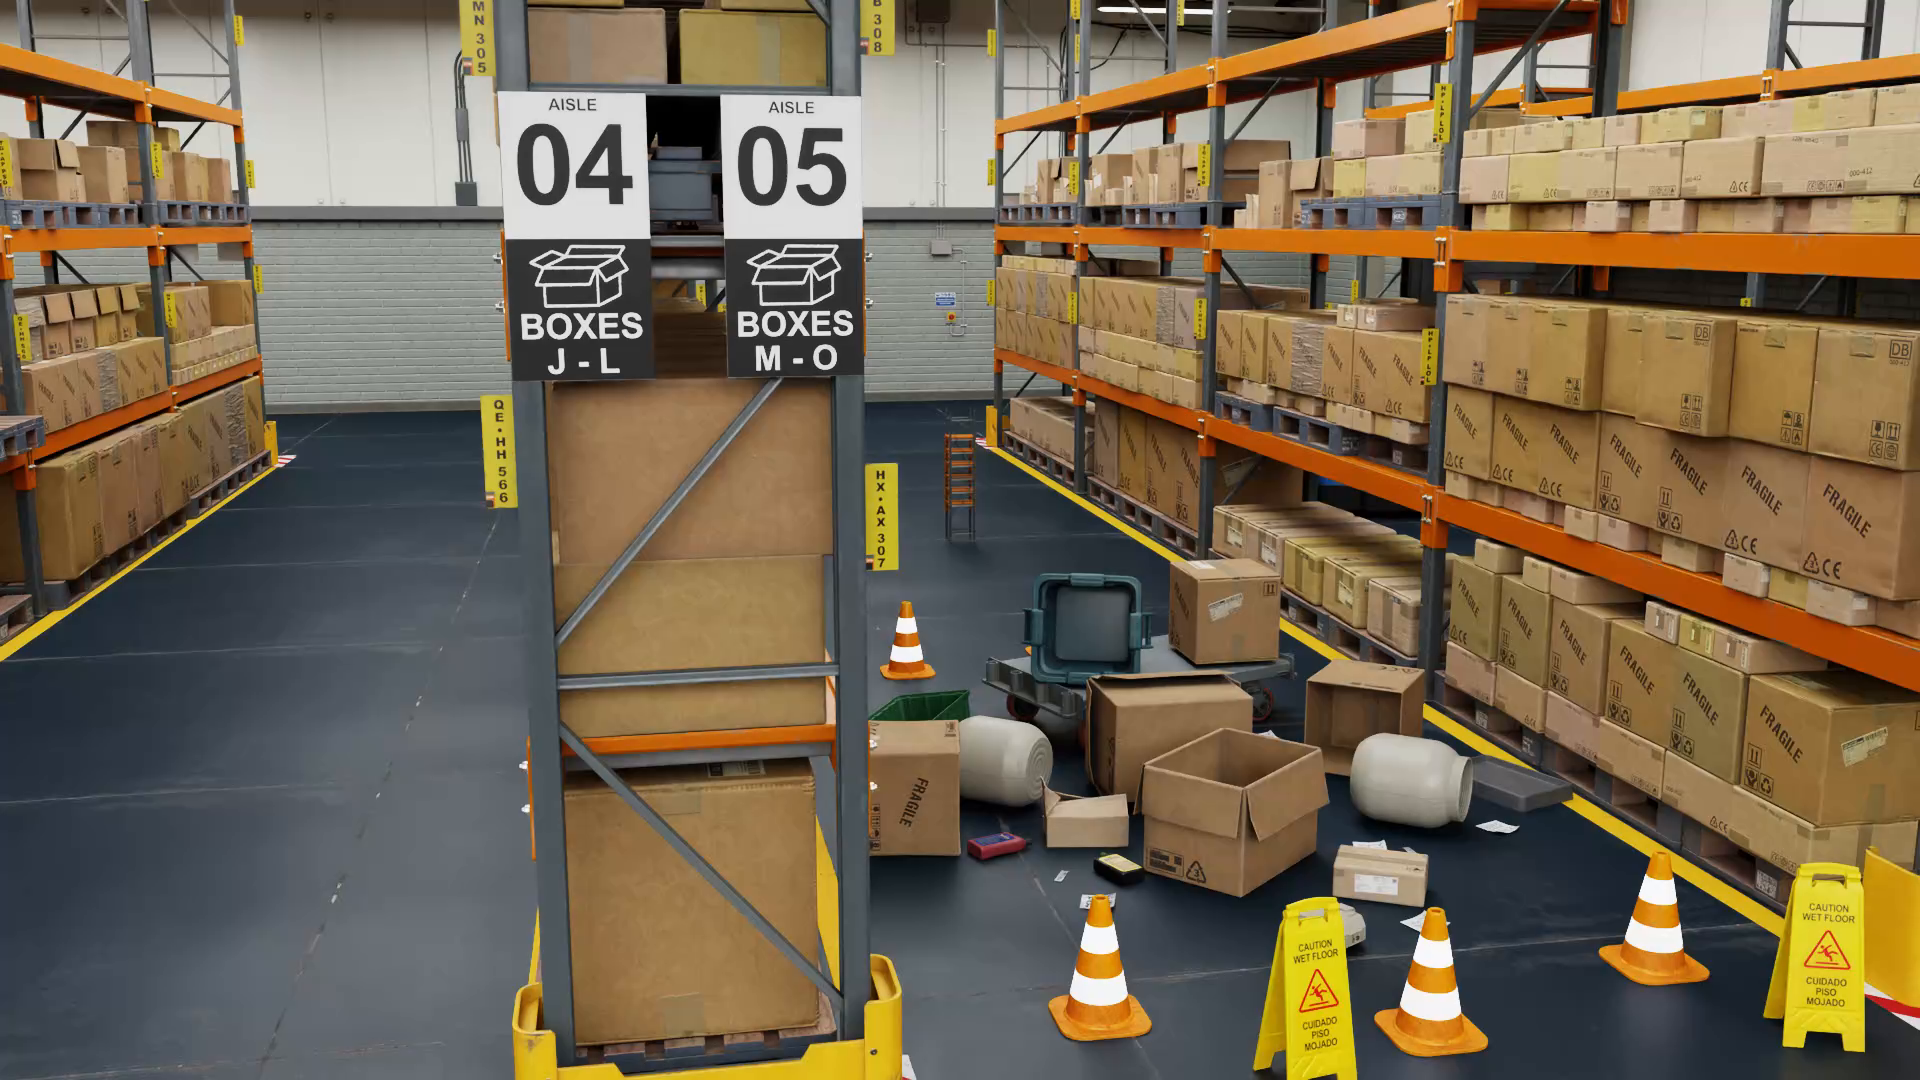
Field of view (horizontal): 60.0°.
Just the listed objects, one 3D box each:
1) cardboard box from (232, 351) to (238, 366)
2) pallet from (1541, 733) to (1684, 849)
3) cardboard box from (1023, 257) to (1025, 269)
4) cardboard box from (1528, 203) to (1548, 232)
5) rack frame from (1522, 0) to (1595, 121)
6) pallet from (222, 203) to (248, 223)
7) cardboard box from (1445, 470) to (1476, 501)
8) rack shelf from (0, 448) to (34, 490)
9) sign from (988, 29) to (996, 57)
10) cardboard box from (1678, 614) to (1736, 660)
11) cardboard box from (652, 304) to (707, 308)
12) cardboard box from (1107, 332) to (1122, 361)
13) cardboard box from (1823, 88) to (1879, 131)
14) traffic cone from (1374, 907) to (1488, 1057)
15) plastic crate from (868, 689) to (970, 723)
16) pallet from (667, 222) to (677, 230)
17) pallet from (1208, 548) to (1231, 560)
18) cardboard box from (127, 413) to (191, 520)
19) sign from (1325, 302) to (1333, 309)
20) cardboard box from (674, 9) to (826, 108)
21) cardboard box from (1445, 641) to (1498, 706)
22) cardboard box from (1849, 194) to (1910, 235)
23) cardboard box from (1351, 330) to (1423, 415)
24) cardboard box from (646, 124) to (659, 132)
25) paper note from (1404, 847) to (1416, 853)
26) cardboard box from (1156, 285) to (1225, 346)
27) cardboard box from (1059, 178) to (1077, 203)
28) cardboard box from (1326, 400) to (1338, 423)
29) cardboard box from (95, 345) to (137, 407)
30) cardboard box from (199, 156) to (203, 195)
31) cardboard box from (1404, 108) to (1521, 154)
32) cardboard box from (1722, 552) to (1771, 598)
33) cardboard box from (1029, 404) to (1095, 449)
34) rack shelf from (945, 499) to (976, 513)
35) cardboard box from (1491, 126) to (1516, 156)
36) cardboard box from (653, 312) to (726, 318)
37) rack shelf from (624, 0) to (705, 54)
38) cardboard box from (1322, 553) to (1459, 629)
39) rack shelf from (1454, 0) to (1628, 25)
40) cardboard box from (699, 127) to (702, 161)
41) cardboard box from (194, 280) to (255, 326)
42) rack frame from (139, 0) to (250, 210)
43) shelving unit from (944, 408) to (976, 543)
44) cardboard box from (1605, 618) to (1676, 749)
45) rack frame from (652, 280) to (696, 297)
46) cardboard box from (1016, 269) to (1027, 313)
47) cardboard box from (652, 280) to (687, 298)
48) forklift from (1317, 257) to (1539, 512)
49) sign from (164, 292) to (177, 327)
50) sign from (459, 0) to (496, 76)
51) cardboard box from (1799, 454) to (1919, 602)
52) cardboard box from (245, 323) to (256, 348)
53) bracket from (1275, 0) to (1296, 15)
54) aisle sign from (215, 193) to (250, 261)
[{"bbox_3d":[-8.186,-1.994,18.323,0.380,0.149,0.250,-2,11,-12],"label":"cardboard box"},{"bbox_3d":[3.682,1.198,8.336,1.003,0.211,1.213,-2,11,-11],"label":"pallet"},{"bbox_3d":[0.970,-3.311,19.894,0.380,0.149,0.250,-2,11,-10],"label":"cardboard box"},{"bbox_3d":[3.249,-1.710,8.809,0.380,0.149,0.250,-2,11,-11],"label":"cardboard box"},{"bbox_3d":[6.588,-5.113,17.994,1.000,3.000,0.127,-2,11,-11],"label":"rack frame"},{"bbox_3d":[-8.624,-3.653,18.579,1.003,0.211,1.213,-2,11,-11],"label":"pallet"},{"bbox_3d":[3.023,-0.325,9.553,0.380,0.149,0.250,-2,11,-11],"label":"cardboard box"},{"bbox_3d":[-6.834,-0.171,9.995,1.077,0.370,4.000,-2,11,-11],"label":"rack shelf"},{"bbox_3d":[0.396,-6.183,20.694,0.100,0.325,0.005,-2,11,-11],"label":"sign"},{"bbox_3d":[3.459,0.425,7.433,0.380,0.149,0.250,-2,11,-10],"label":"cardboard box"},{"bbox_3d":[-2.059,-1.324,11.187,0.700,0.500,0.500,-2,11,-12],"label":"cardboard box"},{"bbox_3d":[1.730,-1.878,16.104,0.500,0.250,0.500,-2,11,-10],"label":"cardboard box"},{"bbox_3d":[3.618,-1.672,6.476,0.380,0.149,0.250,-2,11,-12],"label":"cardboard box"},{"bbox_3d":[1.682,1.533,5.905,0.336,0.463,0.334,-2,11,-11],"label":"traffic cone"},{"bbox_3d":[-0.241,1.018,9.191,0.450,0.188,0.662,-7,8,20],"label":"plastic crate"},{"bbox_3d":[-1.940,-2.112,10.755,1.003,0.211,1.213,-2,11,-8],"label":"pallet"},{"bbox_3d":[2.649,0.262,13.256,1.003,0.211,1.213,-2,11,-11],"label":"pallet"},{"bbox_3d":[-7.857,-0.670,15.256,1.225,0.875,0.875,-2,11,-11],"label":"cardboard box"},{"bbox_3d":[3.028,-1.803,13.760,0.100,0.325,0.005,-2,11,-11],"label":"sign"},{"bbox_3d":[-0.624,-1.485,5.168,0.500,0.250,0.500,-2,11,-11],"label":"cardboard box"},{"bbox_3d":[3.126,0.745,9.492,0.500,0.250,0.500,-3,11,-14],"label":"cardboard box"},{"bbox_3d":[3.630,-1.234,6.307,0.380,0.149,0.250,-2,11,-11],"label":"cardboard box"},{"bbox_3d":[2.863,-1.087,10.697,0.500,0.500,0.500,-2,11,-11],"label":"cardboard box"},{"bbox_3d":[-1.442,-1.743,6.524,0.500,0.250,0.500,-2,11,-10],"label":"cardboard box"},{"bbox_3d":[2.075,1.434,7.636,0.032,0.001,0.123,-2,11,-11],"label":"paper note"},{"bbox_3d":[2.033,-1.971,14.587,0.500,0.500,0.500,-2,11,-10],"label":"cardboard box"},{"bbox_3d":[1.282,-3.753,17.841,0.396,0.266,0.258,-2,11,-9],"label":"cardboard box"},{"bbox_3d":[2.721,-0.873,11.307,0.380,0.149,0.250,-2,11,-11],"label":"cardboard box"},{"bbox_3d":[-7.444,-1.411,14.321,0.500,0.500,0.500,-2,11,-12],"label":"cardboard box"},{"bbox_3d":[-8.486,-3.842,17.680,0.700,0.500,0.500,-3,11,-15],"label":"cardboard box"},{"bbox_3d":[3.038,-2.471,10.076,0.500,0.250,0.500,-2,11,-10],"label":"cardboard box"},{"bbox_3d":[3.505,0.142,7.099,0.380,0.149,0.250,-2,11,-10],"label":"cardboard box"},{"bbox_3d":[1.355,-1.381,20.161,0.875,0.438,0.875,-2,11,-9],"label":"cardboard box"},{"bbox_3d":[0.003,-0.307,15.124,0.258,0.103,0.180,-2,11,-11],"label":"rack shelf"},{"bbox_3d":[3.096,-2.143,8.952,0.380,0.149,0.250,-2,11,-9],"label":"cardboard box"},{"bbox_3d":[-1.522,-0.854,8.374,0.875,0.550,0.550,-2,11,-11],"label":"cardboard box"},{"bbox_3d":[-1.949,-3.083,10.322,1.077,0.370,4.000,-2,11,-11],"label":"rack shelf"},{"bbox_3d":[3.028,0.339,11.298,0.950,0.372,0.625,-1,11,-7],"label":"cardboard box"},{"bbox_3d":[3.665,-2.743,7.474,1.077,0.370,4.000,-2,11,-11],"label":"rack shelf"},{"bbox_3d":[-0.830,-1.544,6.544,0.380,0.149,0.250,-2,11,-10],"label":"cardboard box"},{"bbox_3d":[-8.426,-2.719,19.061,0.500,0.500,0.500,-2,11,-10],"label":"cardboard box"},{"bbox_3d":[-8.779,-5.305,19.003,1.000,3.000,0.127,-2,11,-11],"label":"rack frame"},{"bbox_3d":[0.003,-0.587,15.070,0.258,1.200,0.189,-2,11,-11],"label":"shelving unit"},{"bbox_3d":[3.446,0.666,7.899,0.500,0.500,0.500,-2,11,-12],"label":"cardboard box"},{"bbox_3d":[-3.116,-1.786,16.560,1.000,3.000,0.127,-2,11,-11],"label":"rack frame"},{"bbox_3d":[0.971,-2.972,19.847,0.500,0.500,0.500,-2,11,-11],"label":"cardboard box"},{"bbox_3d":[-2.965,-2.564,16.911,0.500,0.500,0.500,-2,11,-10],"label":"cardboard box"},{"bbox_3d":[5.082,-1.727,16.433,3.031,2.935,1.130,2,11,10],"label":"forklift"},{"bbox_3d":[-7.470,-2.176,15.722,0.100,0.325,0.005,-2,11,-11],"label":"sign"},{"bbox_3d":[-1.317,-1.438,4.550,0.100,0.325,0.005,-2,11,-11],"label":"sign"},{"bbox_3d":[3.678,-0.069,6.473,0.500,0.500,0.500,-2,11,-12],"label":"cardboard box"},{"bbox_3d":[-8.424,-2.351,19.134,0.500,0.250,0.500,-2,11,-12],"label":"cardboard box"},{"bbox_3d":[5.280,-8.640,26.898,0.235,0.232,0.430,-2,11,-11],"label":"bracket"},{"bbox_3d":[-8.498,-3.659,19.448,0.394,0.787,0.004,-2,11,-11],"label":"aisle sign"}]
